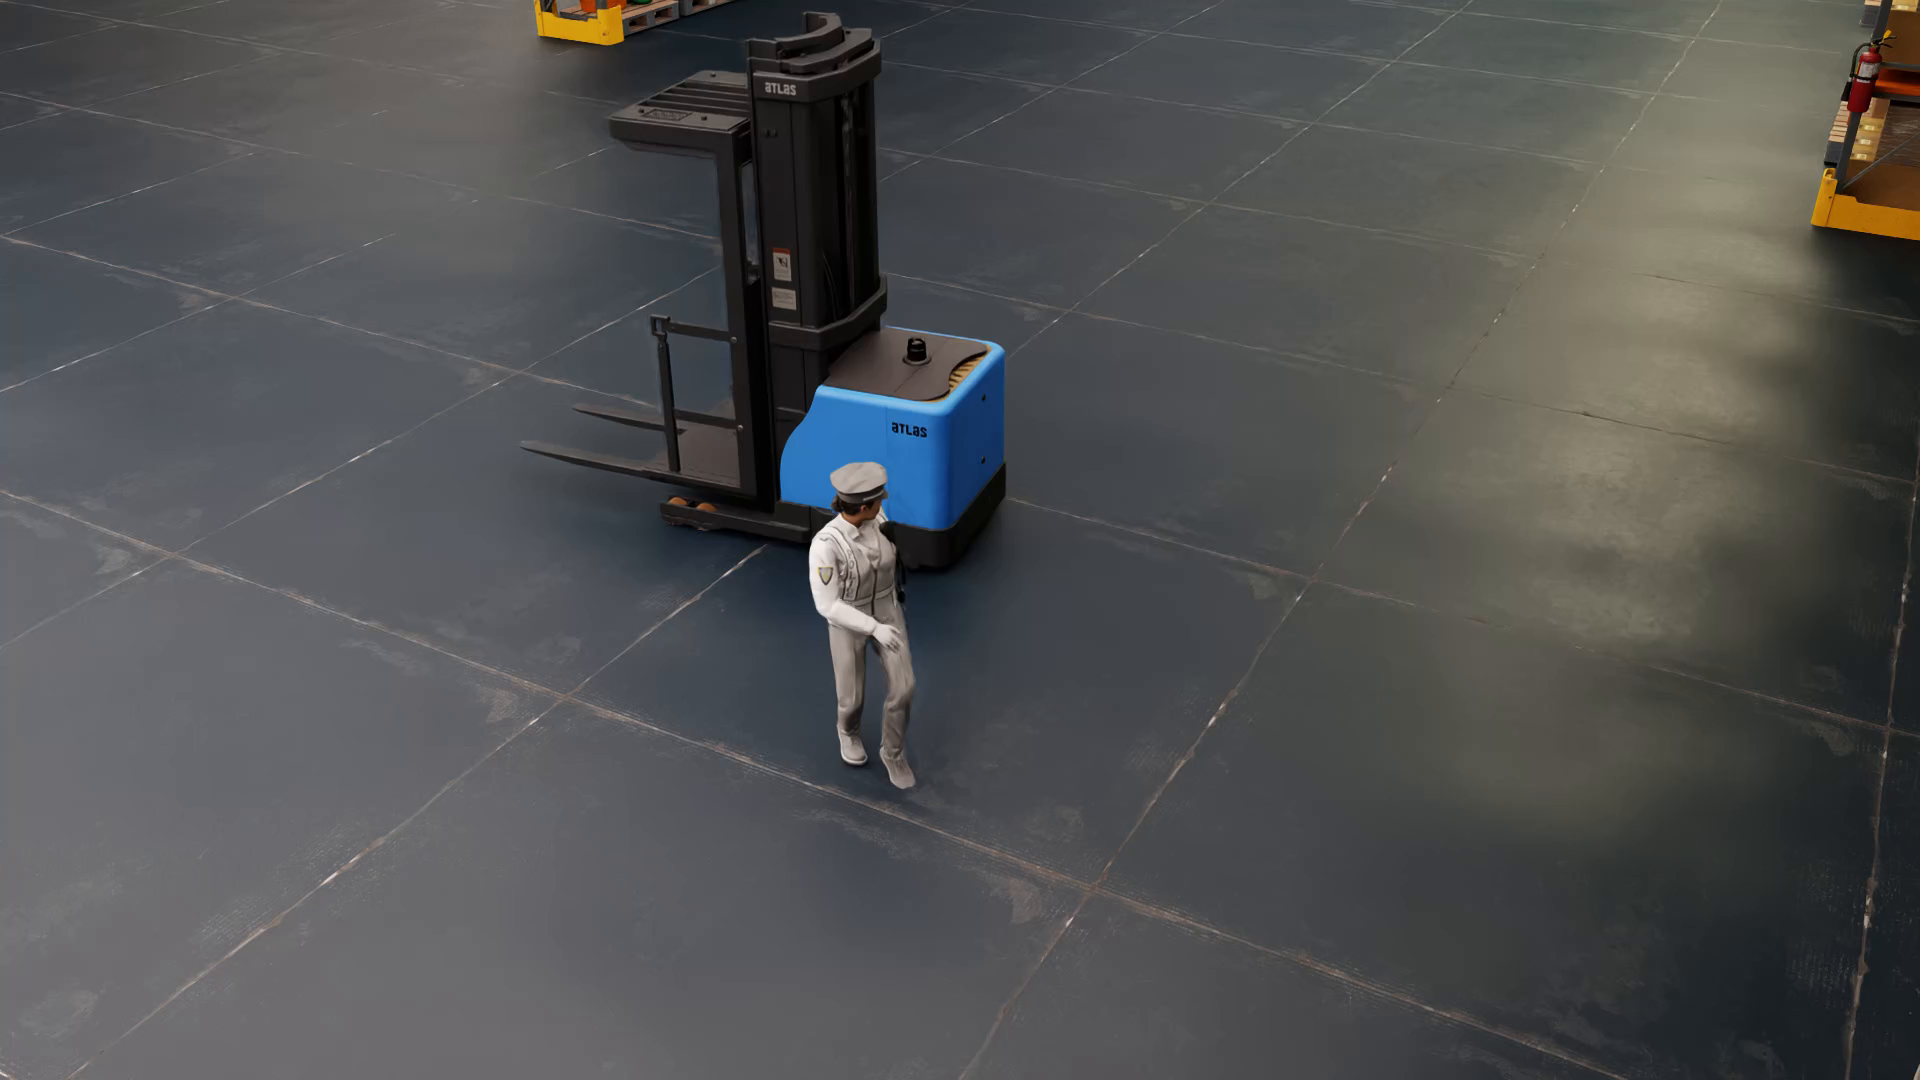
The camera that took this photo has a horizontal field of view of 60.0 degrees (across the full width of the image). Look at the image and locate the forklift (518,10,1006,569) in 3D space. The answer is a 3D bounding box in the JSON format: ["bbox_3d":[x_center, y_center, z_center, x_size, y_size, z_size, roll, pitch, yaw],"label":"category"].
[{"bbox_3d":[-1.287,-1.557,9.768,3.031,2.935,1.130,11,32,18],"label":"forklift"}]

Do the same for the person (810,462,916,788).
[{"bbox_3d":[-0.448,0.398,7.781,0.577,1.656,0.734,-13,33,-22],"label":"person"}]
